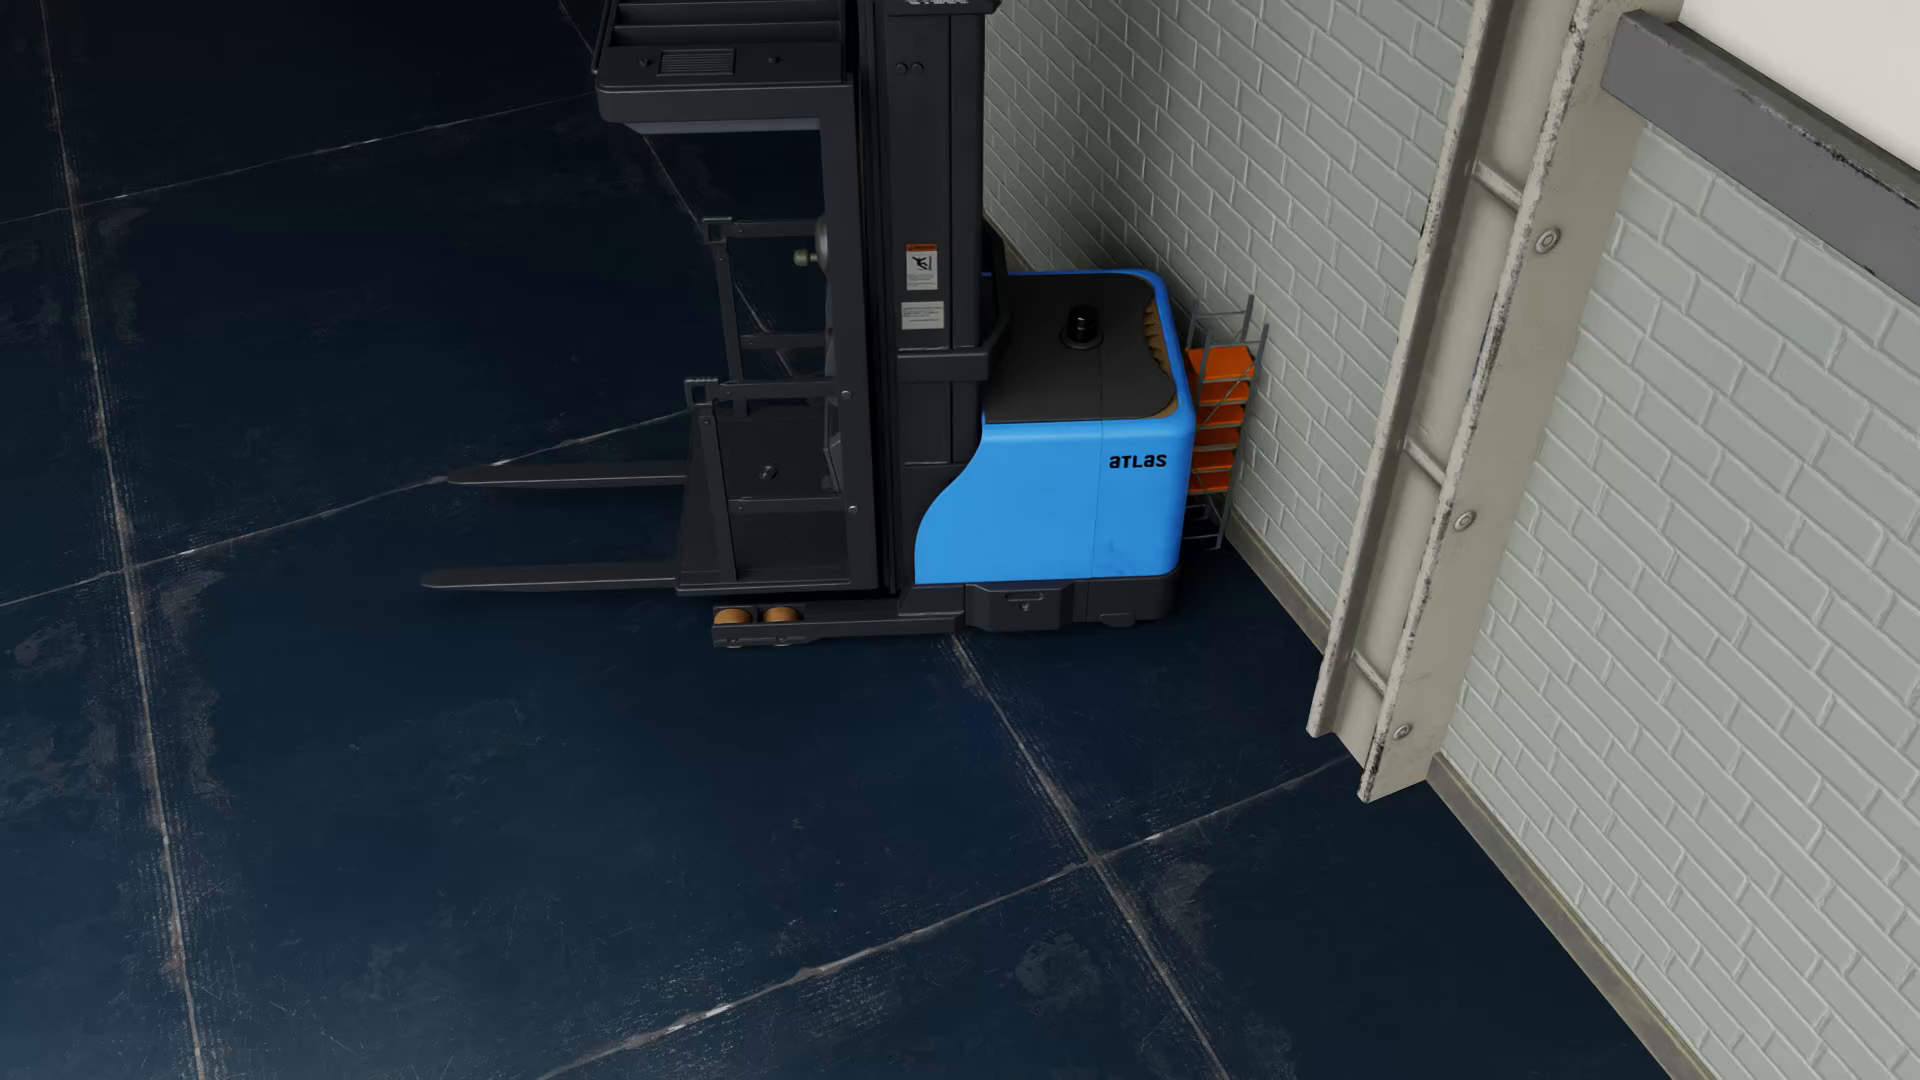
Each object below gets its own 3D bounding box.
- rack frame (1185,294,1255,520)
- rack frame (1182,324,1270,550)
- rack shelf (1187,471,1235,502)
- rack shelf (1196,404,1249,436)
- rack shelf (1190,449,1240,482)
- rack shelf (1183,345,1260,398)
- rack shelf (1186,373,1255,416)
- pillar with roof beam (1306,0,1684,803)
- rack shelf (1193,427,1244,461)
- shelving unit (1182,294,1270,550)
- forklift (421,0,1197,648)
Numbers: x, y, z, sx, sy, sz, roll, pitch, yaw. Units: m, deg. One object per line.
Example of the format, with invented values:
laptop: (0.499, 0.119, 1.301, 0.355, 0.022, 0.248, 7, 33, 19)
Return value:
rack frame: (0.982, -0.504, 6.759, 0.240, 1.200, 0.006, -6, 46, -9)
rack frame: (1.014, -0.375, 6.634, 0.240, 1.200, 0.006, -6, 46, -9)
rack shelf: (0.986, -0.240, 6.898, 0.258, 0.103, 0.180, -6, 46, -9)
rack shelf: (1.001, -0.493, 6.643, 0.258, 0.103, 0.180, -6, 46, -9)
rack shelf: (0.991, -0.324, 6.813, 0.258, 0.103, 0.180, -6, 46, -9)
rack shelf: (1.012, -0.662, 6.472, 0.258, 0.103, 0.180, -6, 46, -9)
rack shelf: (1.007, -0.577, 6.557, 0.258, 0.103, 0.180, -6, 46, -9)
pillar with roof beam: (-2.357, -1.130, 1.858, 9.100, 9.000, 0.400, -18, 47, -17)
rack shelf: (0.996, -0.409, 6.728, 0.258, 0.103, 0.180, -6, 46, -9)
shelving unit: (0.998, -0.440, 6.696, 0.258, 1.200, 0.189, -6, 46, -9)
forklift: (-0.652, -0.992, 6.038, 3.031, 2.935, 1.130, -2, 45, -2)
